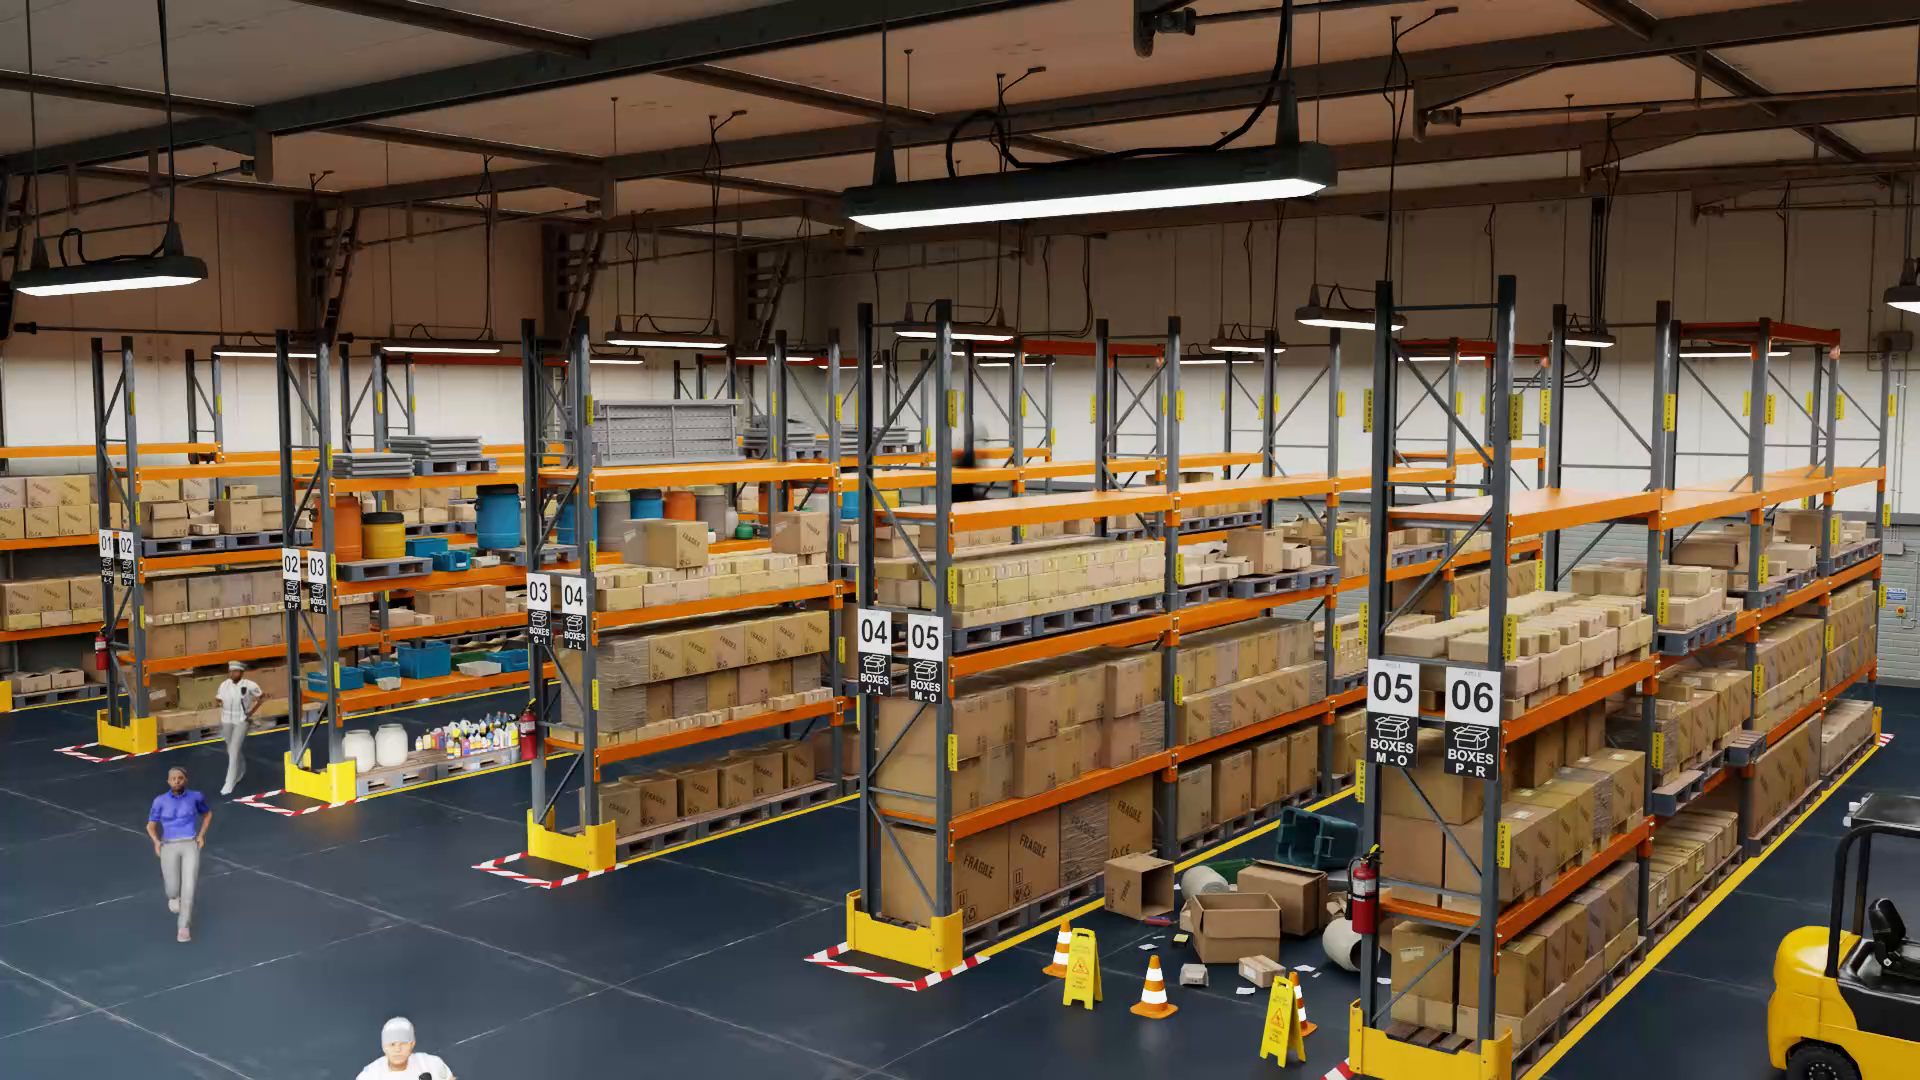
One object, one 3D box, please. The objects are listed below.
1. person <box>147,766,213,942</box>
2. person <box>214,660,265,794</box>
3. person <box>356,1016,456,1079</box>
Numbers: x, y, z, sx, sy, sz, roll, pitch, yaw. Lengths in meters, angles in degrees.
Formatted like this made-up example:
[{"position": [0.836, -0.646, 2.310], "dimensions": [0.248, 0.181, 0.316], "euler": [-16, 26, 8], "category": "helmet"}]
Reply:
[{"position": [-7.495, 2.979, 16.005], "dimensions": [0.577, 1.636, 0.711], "euler": [-2, 6, -25], "category": "person"}, {"position": [-9.478, 2.430, 21.862], "dimensions": [0.582, 1.756, 0.749], "euler": [0, 5, 5], "category": "person"}, {"position": [-3.135, 3.527, 9.357], "dimensions": [0.585, 1.719, 0.708], "euler": [-1, 5, -16], "category": "person"}]
